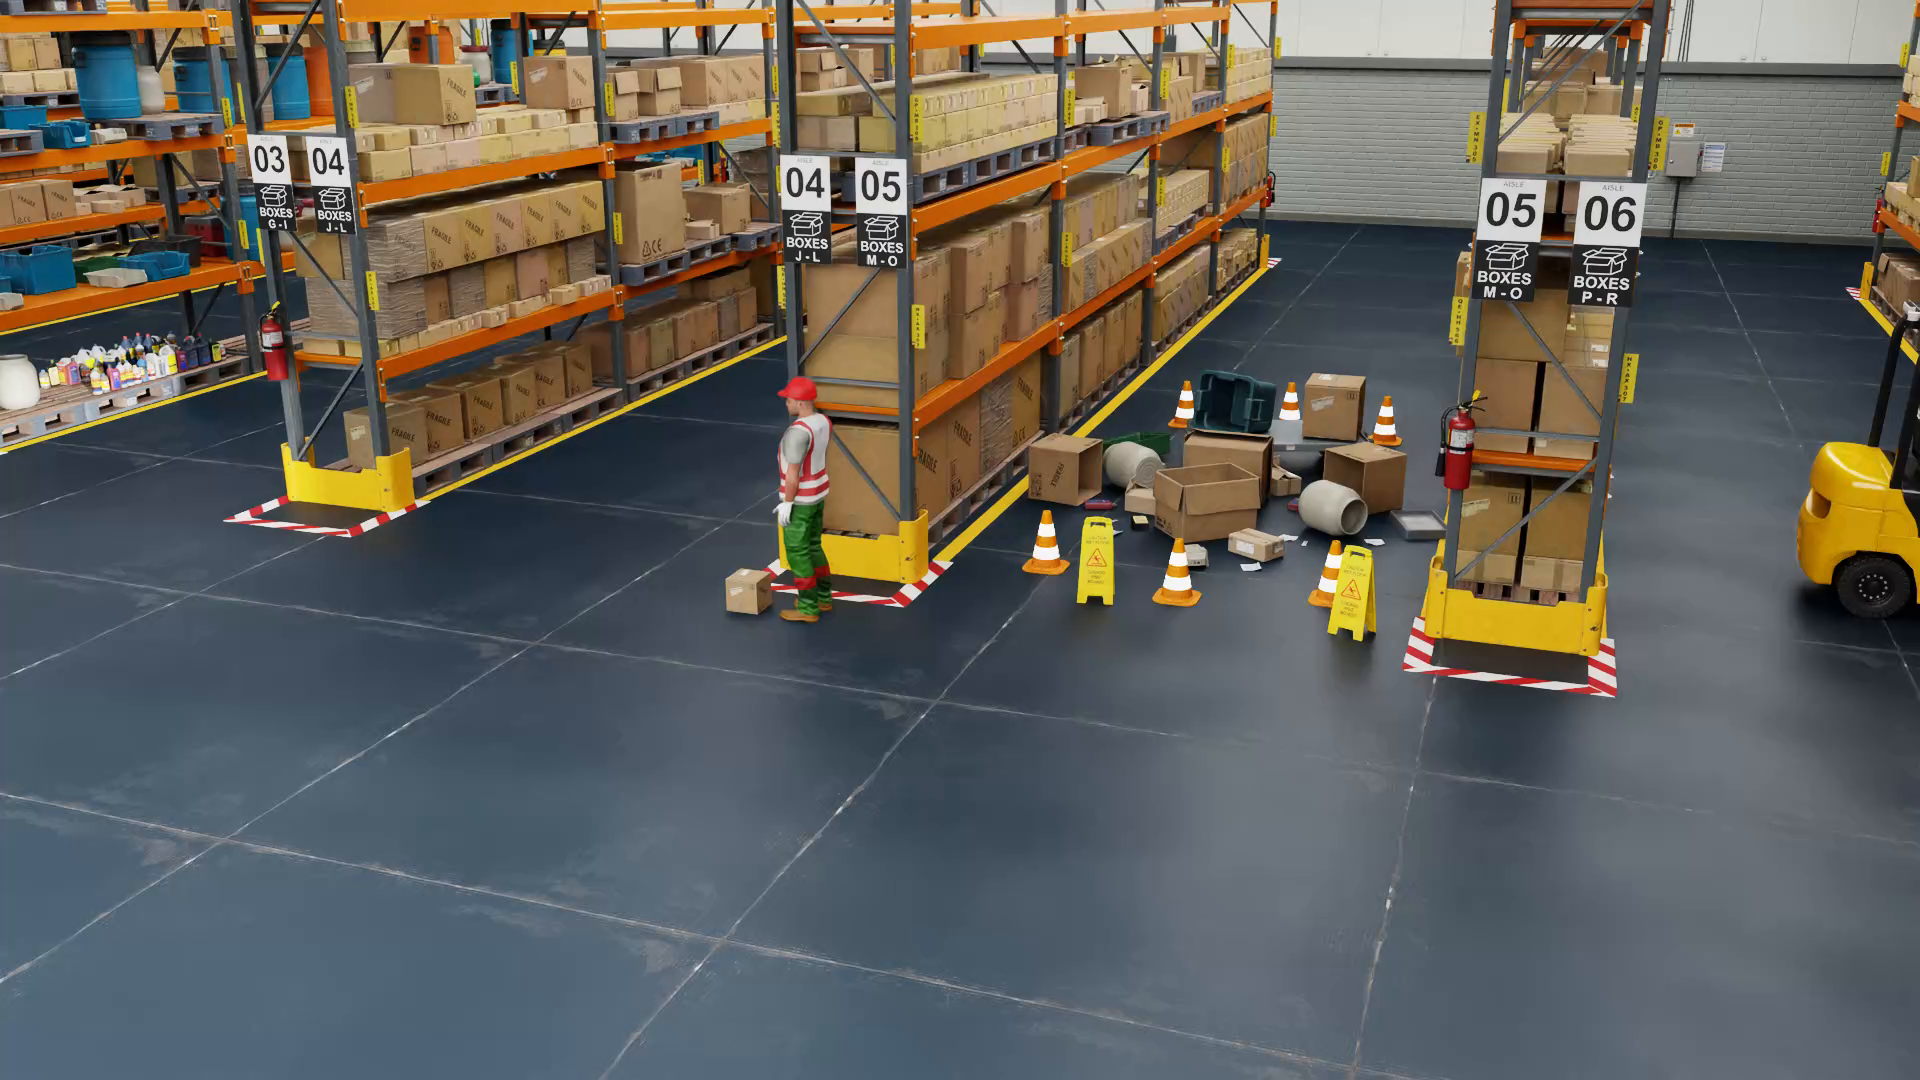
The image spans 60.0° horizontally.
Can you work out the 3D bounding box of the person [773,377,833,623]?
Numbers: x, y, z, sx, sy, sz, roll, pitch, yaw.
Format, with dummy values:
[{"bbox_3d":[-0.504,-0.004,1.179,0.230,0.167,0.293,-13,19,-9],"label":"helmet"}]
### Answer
[{"bbox_3d":[-1.120,-0.293,11.904,0.345,1.783,0.526,7,20,19],"label":"person"}]
